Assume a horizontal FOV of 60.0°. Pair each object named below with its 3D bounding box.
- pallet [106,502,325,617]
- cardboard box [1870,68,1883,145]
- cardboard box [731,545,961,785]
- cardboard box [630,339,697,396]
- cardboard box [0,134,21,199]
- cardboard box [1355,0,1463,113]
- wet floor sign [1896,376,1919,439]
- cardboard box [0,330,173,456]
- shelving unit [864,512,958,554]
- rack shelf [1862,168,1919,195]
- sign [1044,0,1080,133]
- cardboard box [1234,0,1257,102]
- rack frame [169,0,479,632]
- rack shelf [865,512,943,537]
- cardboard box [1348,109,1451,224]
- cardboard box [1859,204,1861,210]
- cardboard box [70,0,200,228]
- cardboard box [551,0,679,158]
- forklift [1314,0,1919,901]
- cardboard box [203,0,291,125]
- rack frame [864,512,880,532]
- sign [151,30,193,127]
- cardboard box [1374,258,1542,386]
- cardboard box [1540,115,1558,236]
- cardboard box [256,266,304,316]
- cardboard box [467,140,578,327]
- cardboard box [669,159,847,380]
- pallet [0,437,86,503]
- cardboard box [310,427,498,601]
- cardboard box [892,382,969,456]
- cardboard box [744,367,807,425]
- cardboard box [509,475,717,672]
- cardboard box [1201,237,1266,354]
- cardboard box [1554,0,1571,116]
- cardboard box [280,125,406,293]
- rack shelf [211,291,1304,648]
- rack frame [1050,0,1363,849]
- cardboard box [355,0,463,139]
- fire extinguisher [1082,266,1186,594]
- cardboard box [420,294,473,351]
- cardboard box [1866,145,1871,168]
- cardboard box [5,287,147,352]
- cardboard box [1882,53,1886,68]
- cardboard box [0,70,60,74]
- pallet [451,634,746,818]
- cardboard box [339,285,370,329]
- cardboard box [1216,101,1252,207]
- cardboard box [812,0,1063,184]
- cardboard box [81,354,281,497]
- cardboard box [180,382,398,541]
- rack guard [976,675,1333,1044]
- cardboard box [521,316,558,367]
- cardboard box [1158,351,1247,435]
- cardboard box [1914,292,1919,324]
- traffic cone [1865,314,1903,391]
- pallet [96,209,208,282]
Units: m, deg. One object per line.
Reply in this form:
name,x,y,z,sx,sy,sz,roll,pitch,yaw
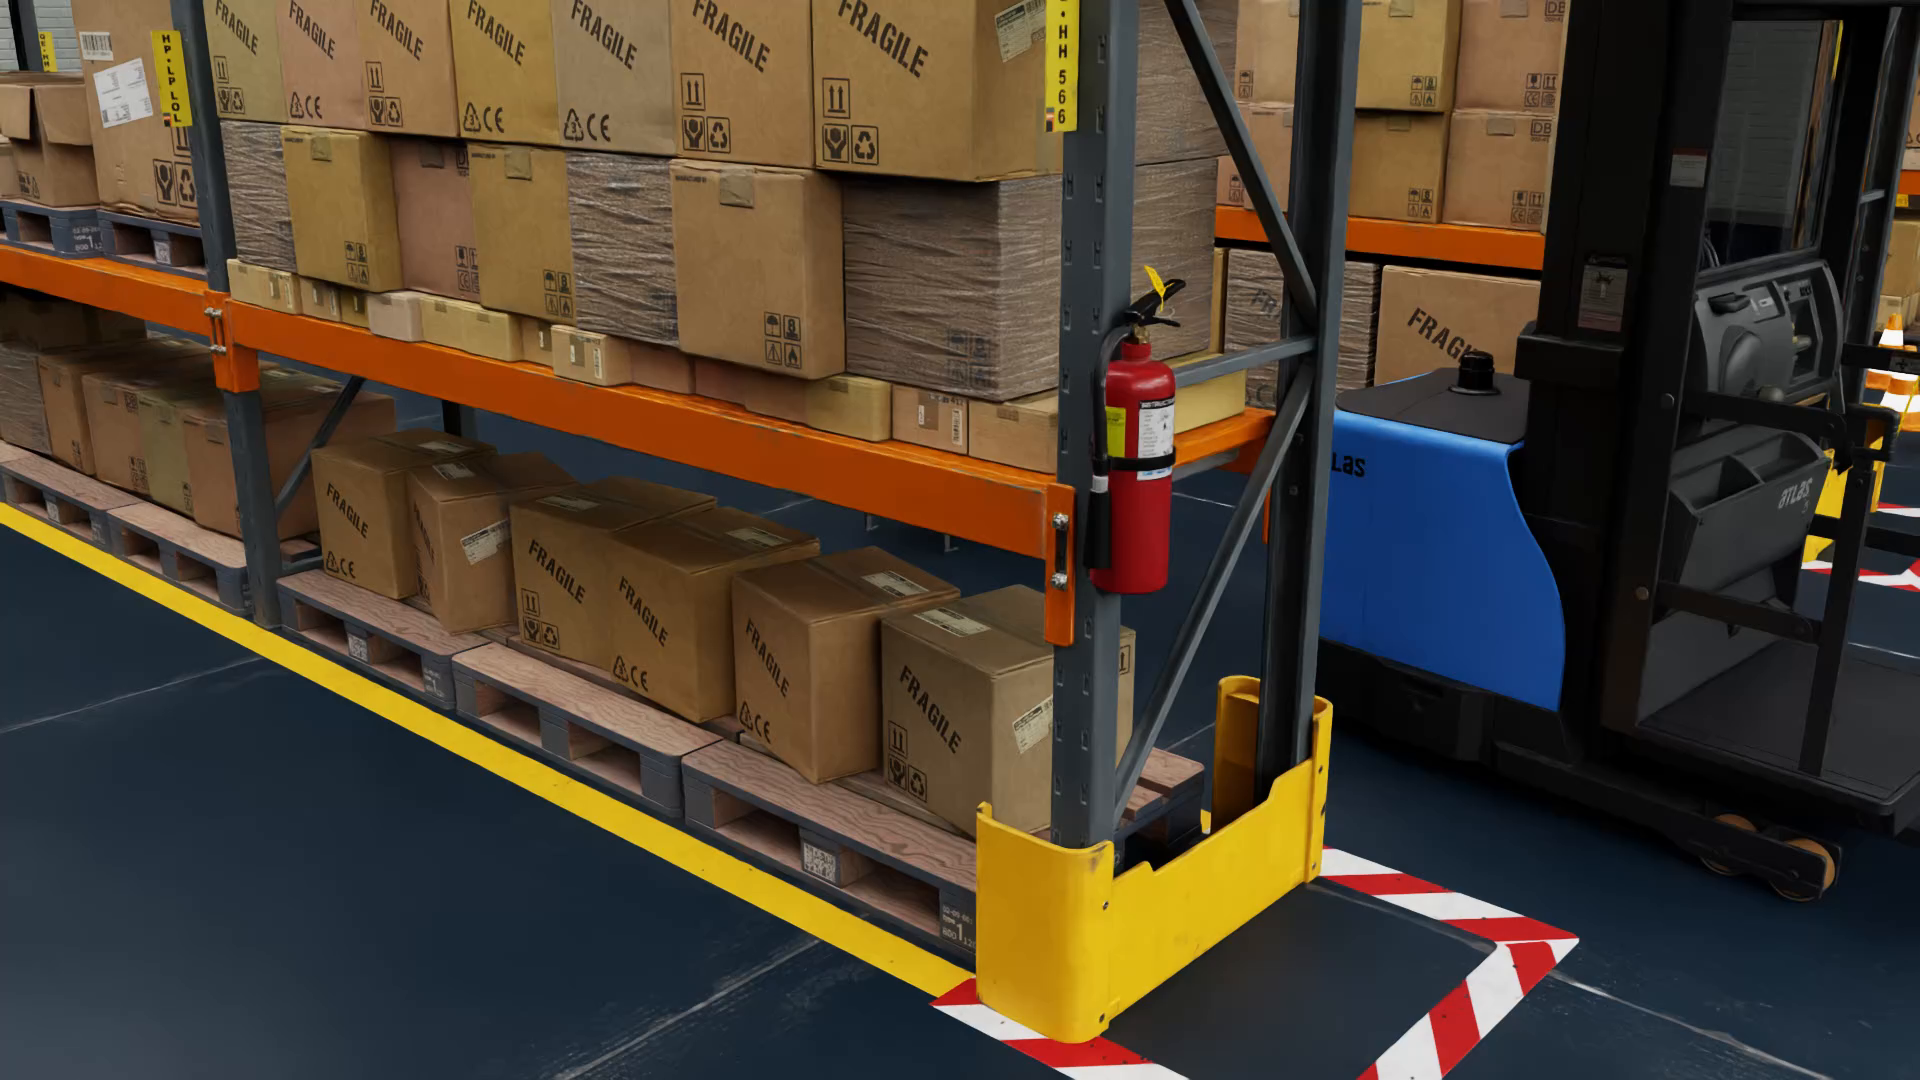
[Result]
pallet,-2.990,-0.023,7.335,1.213,0.211,1.003,15,23,39
cardboard box,6.203,-2.973,11.363,0.500,0.500,0.500,15,23,39
cardboard box,-0.340,0.357,4.967,0.500,0.500,0.500,-11,21,-31
cardboard box,-0.711,-0.531,4.742,0.250,0.149,0.380,15,23,39
cardboard box,-4.297,-1.739,7.688,0.500,0.250,0.500,14,22,38
cardboard box,2.417,-2.474,8.416,0.500,0.550,0.875,15,23,39
wet floor sign,5.289,-0.815,9.113,0.232,0.644,0.267,11,20,30
cardboard box,-4.460,-0.779,8.513,0.500,0.500,0.700,13,22,35
shelving unit,-0.124,-1.034,7.399,0.503,2.100,0.431,15,23,39
rack shelf,5.667,-2.694,12.330,4.000,0.370,1.077,15,23,39
sign,0.202,-0.974,3.286,0.005,0.325,0.100,15,23,39
cardboard box,1.703,-2.718,9.185,0.550,0.550,0.875,15,23,39
rack frame,-2.406,-1.196,6.422,0.127,3.000,1.000,15,23,39
rack shelf,-0.124,-0.354,7.615,0.480,0.518,0.431,15,23,39
cardboard box,2.460,-1.974,8.625,0.500,0.550,0.875,15,23,39
cardboard box,6.331,-2.215,12.245,0.500,0.500,0.500,14,22,37
cardboard box,-2.908,-1.874,6.870,1.000,1.000,1.000,15,23,40
cardboard box,-0.740,-1.314,4.482,0.500,0.500,0.500,15,23,39
forklift,2.464,-0.590,4.627,1.130,2.935,3.031,-16,23,-40
cardboard box,-2.239,-1.714,5.745,0.500,0.500,0.500,15,23,39
rack frame,-0.306,-1.083,7.553,0.015,2.100,0.400,15,23,39
sign,-2.772,-1.622,5.849,0.005,0.325,0.100,15,23,39
cardboard box,2.743,-0.980,8.559,0.875,0.875,0.875,15,23,38
cardboard box,3.220,-1.736,7.876,0.550,0.550,0.875,15,23,39
cardboard box,-2.267,-0.912,5.942,0.250,0.149,0.380,15,23,39
cardboard box,-0.973,-0.986,5.102,0.500,0.500,0.875,15,23,39
cardboard box,-0.261,-0.772,4.430,0.500,0.500,0.875,15,23,39
pallet,-4.815,-0.513,8.879,1.213,0.211,1.003,15,23,39
cardboard box,-2.134,-0.116,6.455,0.500,0.500,0.500,14,22,38
cardboard box,0.049,-0.334,4.121,0.250,0.149,0.380,15,23,39
cardboard box,-0.349,-0.426,4.412,0.250,0.149,0.380,15,23,39
cardboard box,-1.184,0.105,5.761,0.500,0.500,0.500,13,22,34
cardboard box,1.385,-1.343,9.704,0.875,0.875,0.875,15,23,40
cardboard box,3.229,-2.254,7.722,0.550,0.550,0.875,15,23,39
cardboard box,-1.760,-1.173,5.692,0.500,0.500,0.875,15,23,39
rack shelf,-0.911,-0.452,5.266,4.000,0.370,1.077,15,23,39
rack frame,0.585,-0.393,3.891,0.127,3.000,1.000,15,23,39
cardboard box,-1.490,-1.514,5.113,0.500,0.500,0.500,15,23,39
fire extinguisher,0.365,-0.229,3.502,0.183,0.674,0.296,15,23,39
cardboard box,-1.494,-0.720,5.336,0.250,0.149,0.380,15,23,39
cardboard box,6.301,-2.624,11.337,0.250,0.149,0.380,15,23,38
cardboard box,-4.474,-1.143,8.420,0.500,0.250,0.500,-15,23,-40
cardboard box,6.263,-3.458,11.238,0.500,0.500,0.700,15,23,40
cardboard box,-4.968,-2.148,8.561,0.500,0.500,0.500,12,21,33
pallet,-0.964,0.505,5.673,1.213,0.211,1.003,15,23,39
cardboard box,-1.868,-0.820,5.652,0.250,0.149,0.380,15,23,39
cardboard box,1.672,-2.193,9.315,0.550,0.550,0.875,15,23,39
cardboard box,0.010,-1.114,3.852,0.500,0.500,0.500,15,23,39
cardboard box,-3.614,-0.555,7.806,0.500,0.500,0.700,13,22,35
cardboard box,-2.851,-0.343,7.138,0.500,0.500,0.700,13,22,35
rack guard,0.529,0.783,4.318,0.348,0.500,1.175,15,23,39
cardboard box,-1.097,-0.627,5.044,0.250,0.149,0.380,15,23,39
cardboard box,0.530,-0.385,4.280,0.250,0.149,0.380,15,23,39
cardboard box,6.744,-1.749,12.016,0.500,0.250,0.500,15,23,39
traffic cone,5.985,-1.221,10.692,0.334,0.463,0.336,15,23,39
pallet,-2.881,-1.291,7.038,1.213,0.211,1.003,15,23,39
